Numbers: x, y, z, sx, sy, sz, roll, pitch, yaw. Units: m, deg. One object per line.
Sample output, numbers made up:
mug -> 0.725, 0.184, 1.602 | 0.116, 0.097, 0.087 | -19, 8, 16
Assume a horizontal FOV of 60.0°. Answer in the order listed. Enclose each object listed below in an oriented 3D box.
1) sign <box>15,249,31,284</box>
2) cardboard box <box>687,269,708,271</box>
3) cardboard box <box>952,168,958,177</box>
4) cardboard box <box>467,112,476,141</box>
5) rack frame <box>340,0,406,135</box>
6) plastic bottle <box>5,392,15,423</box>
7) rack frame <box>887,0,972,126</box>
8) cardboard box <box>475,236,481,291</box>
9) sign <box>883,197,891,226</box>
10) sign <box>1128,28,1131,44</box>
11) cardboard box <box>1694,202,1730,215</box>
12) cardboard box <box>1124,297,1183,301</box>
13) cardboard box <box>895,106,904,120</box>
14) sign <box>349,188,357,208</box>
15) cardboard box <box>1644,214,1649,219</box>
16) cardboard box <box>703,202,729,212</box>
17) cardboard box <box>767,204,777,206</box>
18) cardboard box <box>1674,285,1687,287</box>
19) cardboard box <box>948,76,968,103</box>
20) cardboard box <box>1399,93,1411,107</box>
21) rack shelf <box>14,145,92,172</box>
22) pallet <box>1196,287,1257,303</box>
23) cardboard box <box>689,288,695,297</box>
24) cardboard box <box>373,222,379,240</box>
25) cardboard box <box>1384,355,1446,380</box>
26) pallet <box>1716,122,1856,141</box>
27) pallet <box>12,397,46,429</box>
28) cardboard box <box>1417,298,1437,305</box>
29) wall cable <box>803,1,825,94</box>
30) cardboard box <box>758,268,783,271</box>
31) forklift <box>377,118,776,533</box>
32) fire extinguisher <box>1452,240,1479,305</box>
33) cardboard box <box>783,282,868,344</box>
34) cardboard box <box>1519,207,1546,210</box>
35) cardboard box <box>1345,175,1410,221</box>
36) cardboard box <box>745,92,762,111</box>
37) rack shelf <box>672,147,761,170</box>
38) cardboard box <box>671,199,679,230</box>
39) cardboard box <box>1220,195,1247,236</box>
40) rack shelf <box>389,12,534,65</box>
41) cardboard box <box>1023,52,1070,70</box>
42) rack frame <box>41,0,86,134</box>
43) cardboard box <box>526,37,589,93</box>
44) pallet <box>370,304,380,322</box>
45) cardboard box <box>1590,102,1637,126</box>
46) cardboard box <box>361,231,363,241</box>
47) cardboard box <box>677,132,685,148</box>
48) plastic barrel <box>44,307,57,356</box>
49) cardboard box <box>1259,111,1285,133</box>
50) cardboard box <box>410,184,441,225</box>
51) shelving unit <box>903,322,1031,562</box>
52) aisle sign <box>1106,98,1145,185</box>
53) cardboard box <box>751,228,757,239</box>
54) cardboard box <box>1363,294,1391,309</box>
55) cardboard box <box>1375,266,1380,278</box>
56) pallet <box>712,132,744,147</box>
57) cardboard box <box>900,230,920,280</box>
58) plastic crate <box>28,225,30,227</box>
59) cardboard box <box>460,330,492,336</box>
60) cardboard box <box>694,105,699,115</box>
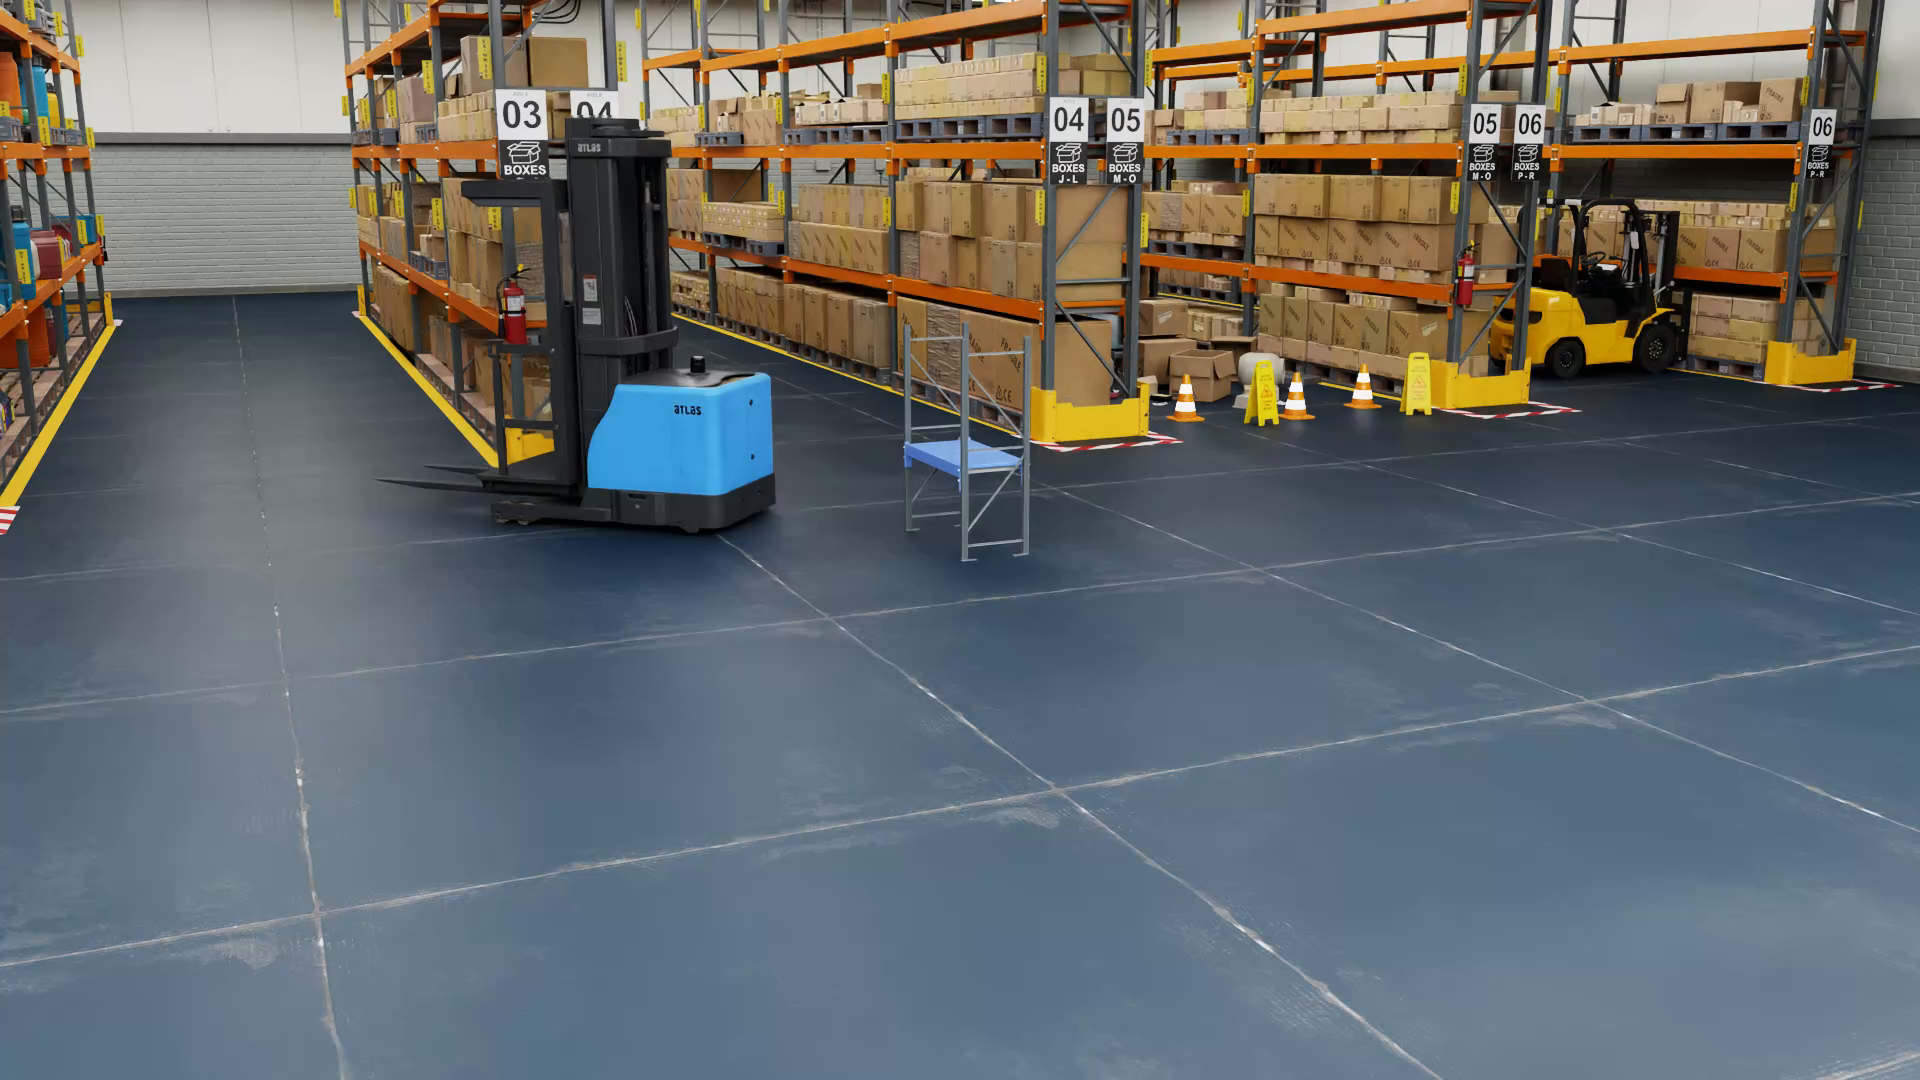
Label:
sign -> -8.959, -2.615, 15.900 | 0.100, 0.325, 0.005 | -6, 14, -23
cardboard box -> -4.707, -4.805, 30.050 | 0.380, 0.149, 0.250 | -5, 14, -22
cardboard box -> 0.077, -6.584, 29.788 | 0.380, 0.149, 0.250 | -6, 14, -24
cardboard box -> -4.154, -3.728, 15.004 | 0.500, 0.250, 0.500 | -5, 14, -22
rack frame -> -9.737, -8.282, 27.695 | 1.000, 3.000, 0.127 | -6, 14, -23
plastic bottle -> -8.973, -1.254, 15.683 | 0.061, 0.283, 0.133 | -5, 14, -20
rack frame -> -0.345, -6.230, 18.829 | 1.000, 3.000, 0.127 | -6, 14, -23
cardboard box -> -3.993, -2.563, 15.409 | 0.875, 0.500, 0.500 | -6, 14, -23
sign -> -0.838, -3.781, 19.163 | 0.100, 0.325, 0.005 | -6, 14, -23
sign -> 3.393, -10.070, 33.177 | 0.100, 0.325, 0.005 | -6, 14, -23
cardboard box -> 9.468, -4.164, 20.888 | 0.380, 0.149, 0.250 | -5, 14, -22
cardboard box -> 2.765, -3.408, 24.838 | 0.950, 0.372, 0.625 | -7, 15, -27
cardboard box -> -0.510, -4.793, 18.679 | 0.380, 0.149, 0.250 | -6, 14, -24
sign -> -10.248, -5.770, 28.054 | 0.100, 0.325, 0.005 | -6, 14, -23
cardboard box -> 9.070, -4.232, 21.842 | 0.380, 0.149, 0.250 | -6, 14, -25
cardboard box -> -3.813, -5.209, 26.029 | 0.380, 0.149, 0.250 | -5, 14, -20
cardboard box -> -2.688, -4.997, 25.114 | 0.380, 0.149, 0.250 | -6, 14, -25
cardboard box -> 9.478, -3.283, 22.350 | 0.500, 0.250, 0.500 | -6, 14, -23
cardboard box -> 0.204, -4.654, 17.194 | 0.500, 0.250, 0.500 | -5, 14, -22
cardboard box -> 5.105, -4.884, 18.456 | 0.380, 0.149, 0.250 | -6, 14, -23
rack shelf -> -13.474, -5.609, 24.396 | 1.077, 0.370, 4.000 | -6, 14, -23
pallet -> 5.218, -4.660, 31.537 | 1.003, 0.211, 1.213 | -6, 14, -23
cardboard box -> -4.341, -4.177, 27.995 | 0.380, 0.149, 0.250 | -5, 14, -22
cardboard box -> -8.552, -4.672, 25.076 | 0.500, 0.250, 0.500 | -6, 14, -24
cardboard box -> 5.173, -1.961, 18.857 | 0.500, 0.250, 0.500 | -6, 14, -23
pallet -> 10.040, -4.964, 20.210 | 1.003, 0.211, 1.213 | -6, 14, -23
pallet -> -9.818, -1.232, 16.727 | 1.003, 0.211, 1.213 | -6, 14, -23
cardboard box -> 7.601, -3.834, 26.116 | 0.875, 0.625, 0.625 | -5, 14, -21
wall cable -> -3.193, -10.326, 36.530 | 0.463, 3.000, 0.029 | -6, 14, -23
cardboard box -> -2.826, -4.073, 25.766 | 0.500, 0.250, 0.500 | -5, 14, -20
forklift -> -2.991, -1.649, 12.495 | 3.031, 2.935, 1.130 | 4, 14, 17
fire extinguisher -> 5.376, -2.845, 17.683 | 0.296, 0.674, 0.183 | -6, 14, -23
cardboard box -> -1.785, -3.108, 22.703 | 1.050, 0.750, 0.750 | -6, 14, -24
cardboard box -> 8.237, -4.691, 23.825 | 0.380, 0.149, 0.250 | -6, 14, -24
cardboard box -> 4.854, -3.916, 19.039 | 0.700, 0.500, 0.500 | -6, 14, -24
cardboard box -> -2.881, -6.340, 24.040 | 0.396, 0.266, 0.258 | -6, 14, -23
rack shelf -> -4.350, -6.484, 28.175 | 1.077, 0.370, 4.000 | -6, 14, -23
cardboard box -> -4.593, -5.547, 28.301 | 0.500, 0.500, 0.500 | -6, 14, -24
cardboard box -> 3.755, -4.248, 21.758 | 0.500, 0.500, 0.500 | -6, 14, -24
rack shelf -> -5.731, -5.670, 18.895 | 1.077, 0.370, 4.000 | -6, 14, -23
cardboard box -> 0.812, -4.500, 15.644 | 0.380, 0.149, 0.250 | -5, 14, -22
rack frame -> -14.275, -7.834, 25.762 | 1.000, 3.000, 0.127 | -6, 14, -23
cardboard box -> -3.675, -4.283, 15.080 | 0.500, 0.500, 0.500 | -6, 14, -23
pallet -> -9.345, -3.842, 28.003 | 1.003, 0.211, 1.213 | -6, 14, -23
cardboard box -> 8.807, -5.701, 22.243 | 0.500, 0.311, 0.500 | -5, 14, -22
cardboard box -> -9.690, -5.028, 27.497 | 0.380, 0.149, 0.250 | -6, 14, -24
cardboard box -> -4.387, -6.634, 27.561 | 0.500, 0.250, 0.500 | -6, 14, -24
plastic barrel -> -11.734, -2.621, 20.960 | 0.600, 0.588, 0.708 | -6, 14, -23
cardboard box -> 4.076, -5.192, 20.673 | 0.500, 0.250, 0.500 | -6, 14, -24
cardboard box -> -6.810, -4.396, 21.765 | 0.797, 0.503, 0.637 | -5, 14, -21
shelving unit -> 0.034, -0.713, 11.625 | 0.538, 1.500, 1.048 | -6, 14, -23
aisle sign -> 1.561, -3.759, 15.695 | 0.394, 0.787, 0.004 | -6, 14, -23
cardboard box -> -2.767, -4.380, 23.769 | 0.380, 0.149, 0.250 | -5, 14, -22
cardboard box -> 4.887, -2.759, 19.202 | 0.380, 0.149, 0.250 | -5, 14, -22
cardboard box -> 5.016, -3.097, 19.157 | 0.380, 0.149, 0.250 | -5, 14, -22
pallet -> -2.981, -5.978, 24.812 | 1.213, 0.211, 1.003 | -6, 14, -23
cardboard box -> -0.186, -3.305, 19.163 | 0.875, 0.550, 0.550 | -6, 14, -23
plastic crate -> -13.172, -4.172, 23.147 | 0.392, 0.384, 0.575 | -6, 14, -23
cardboard box -> -5.330, -2.105, 18.881 | 0.700, 0.500, 0.500 | -6, 14, -23
cardboard box -> -4.040, -6.879, 26.629 | 0.380, 0.149, 0.250 | -5, 14, -22
